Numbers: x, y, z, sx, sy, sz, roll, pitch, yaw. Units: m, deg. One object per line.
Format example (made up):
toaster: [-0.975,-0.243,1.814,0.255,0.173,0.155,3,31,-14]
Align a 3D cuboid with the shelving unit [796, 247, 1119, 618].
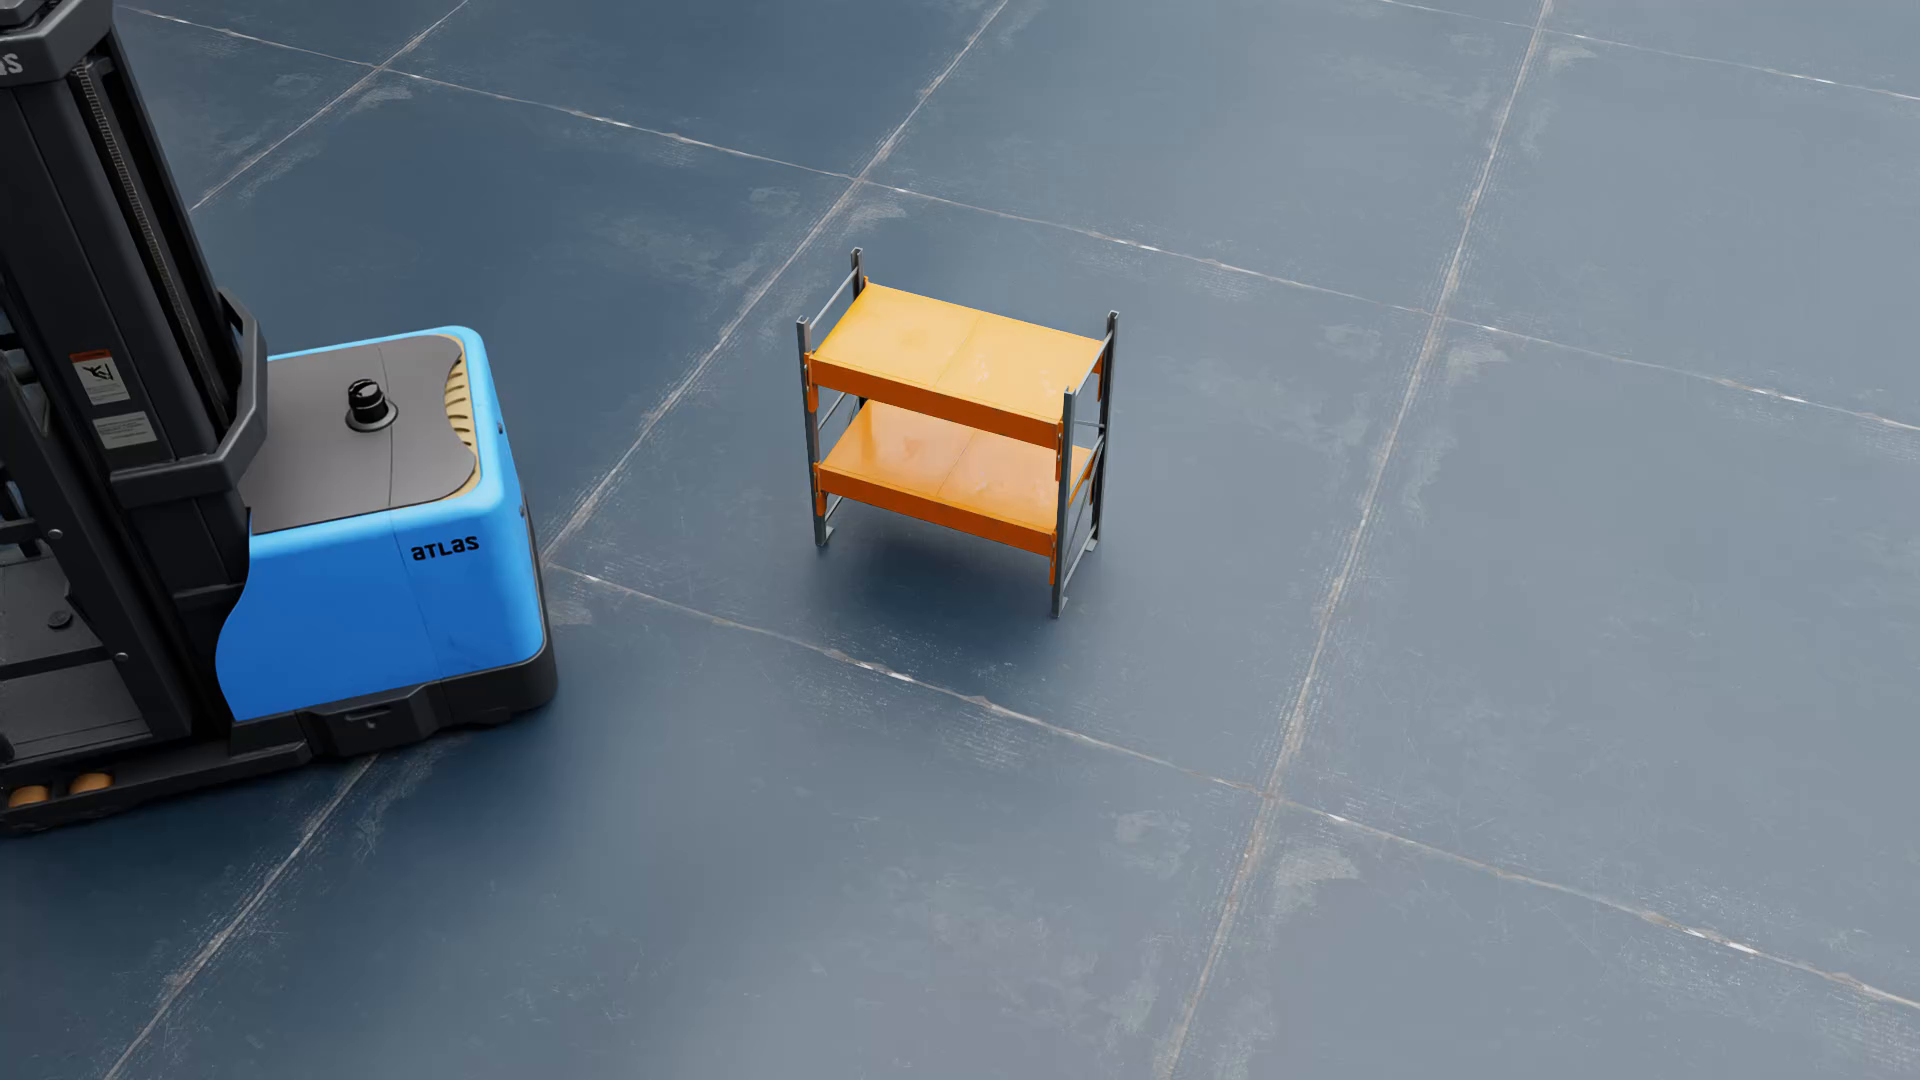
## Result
shelving unit: [-0.006,-0.401,6.355,1.048,1.125,0.538,16,47,16]

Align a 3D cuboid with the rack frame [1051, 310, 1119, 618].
rack frame: [0.463,-0.263,6.216,0.032,1.125,0.500,16,47,16]

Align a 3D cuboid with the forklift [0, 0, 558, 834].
forklift: [-3.053,-0.453,5.127,3.031,2.935,1.130,-12,46,-11]

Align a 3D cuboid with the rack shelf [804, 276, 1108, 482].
rack shelf: [-0.006,-0.608,6.149,1.000,0.278,0.538,16,47,16]

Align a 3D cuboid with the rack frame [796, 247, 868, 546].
rack frame: [-0.475,-0.539,6.494,0.032,1.125,0.500,16,47,16]

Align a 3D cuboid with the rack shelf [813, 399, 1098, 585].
rack shelf: [-0.006,-0.227,6.528,1.000,0.278,0.538,16,47,16]
